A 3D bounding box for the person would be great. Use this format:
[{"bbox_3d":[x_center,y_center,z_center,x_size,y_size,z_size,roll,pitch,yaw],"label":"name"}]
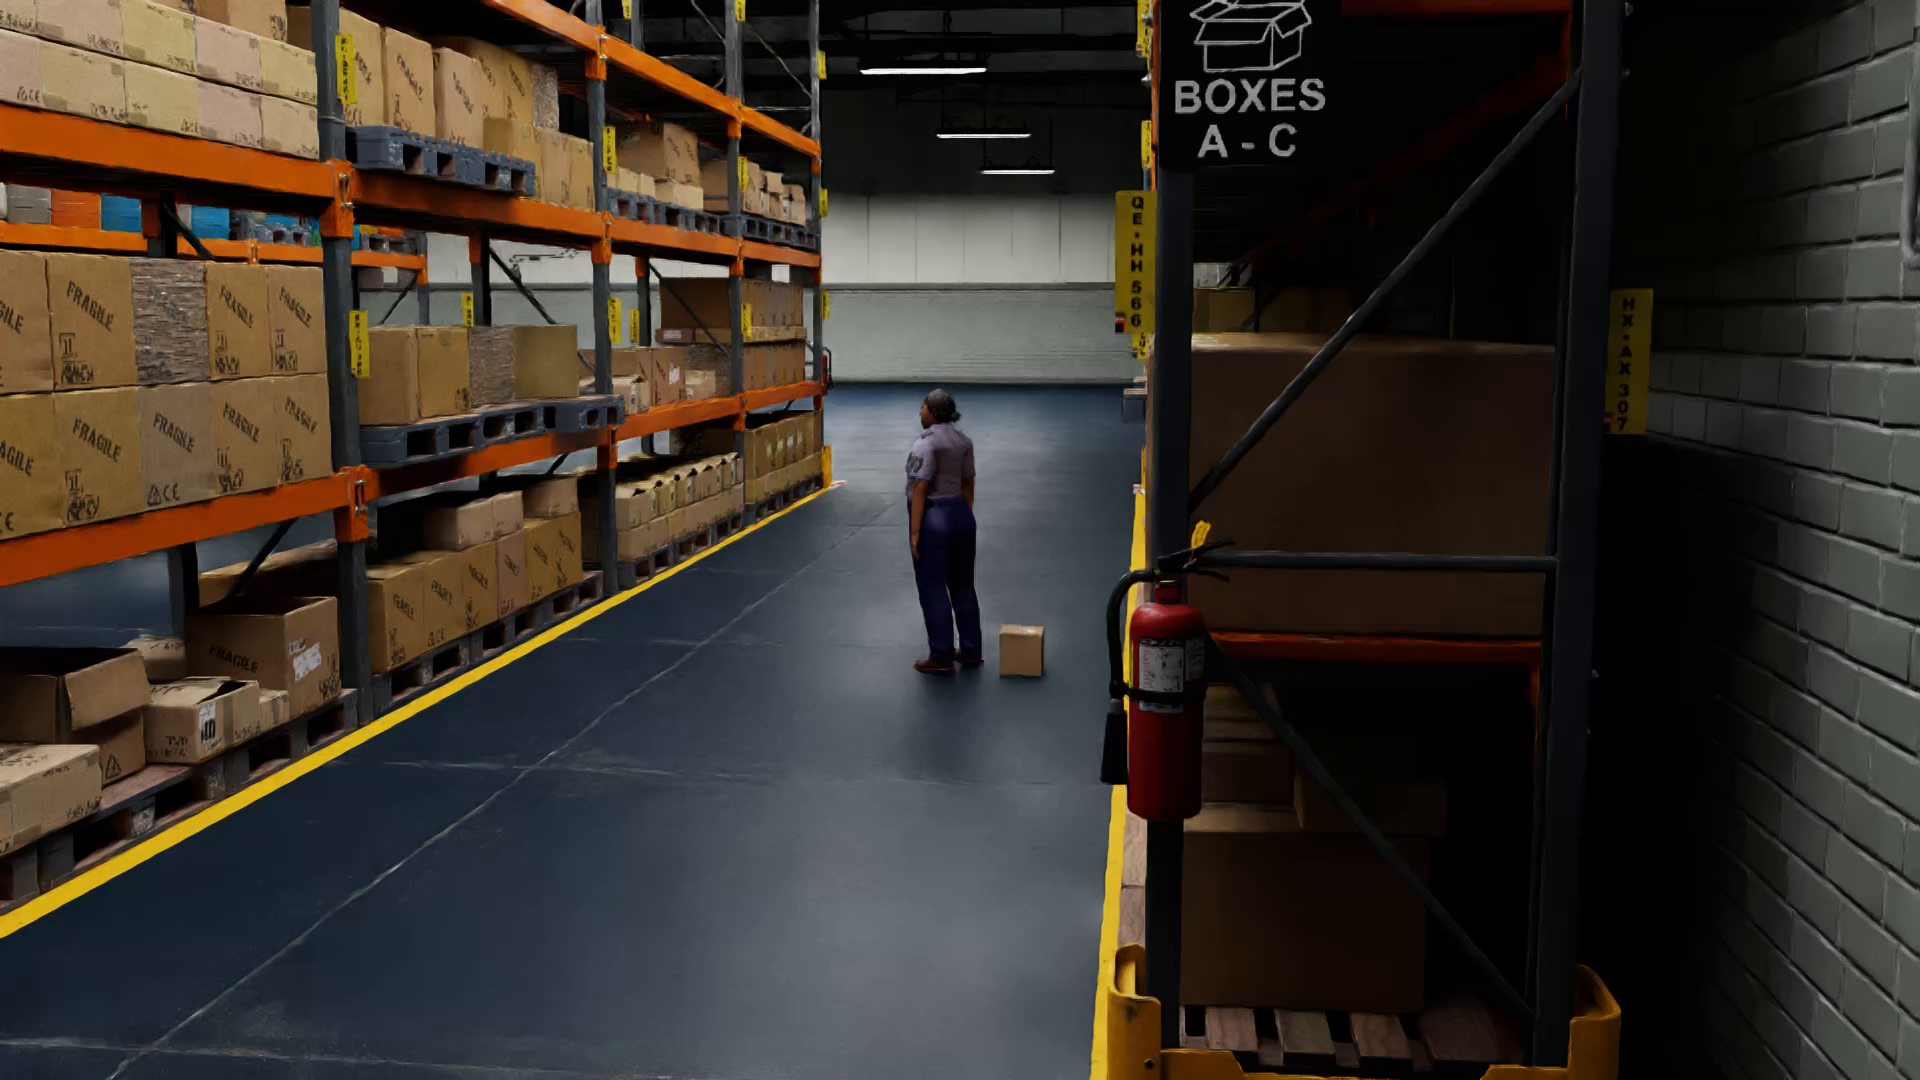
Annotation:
[{"bbox_3d":[-0.096,-0.062,9.755,0.351,1.653,0.588,7,10,41],"label":"person"}]
